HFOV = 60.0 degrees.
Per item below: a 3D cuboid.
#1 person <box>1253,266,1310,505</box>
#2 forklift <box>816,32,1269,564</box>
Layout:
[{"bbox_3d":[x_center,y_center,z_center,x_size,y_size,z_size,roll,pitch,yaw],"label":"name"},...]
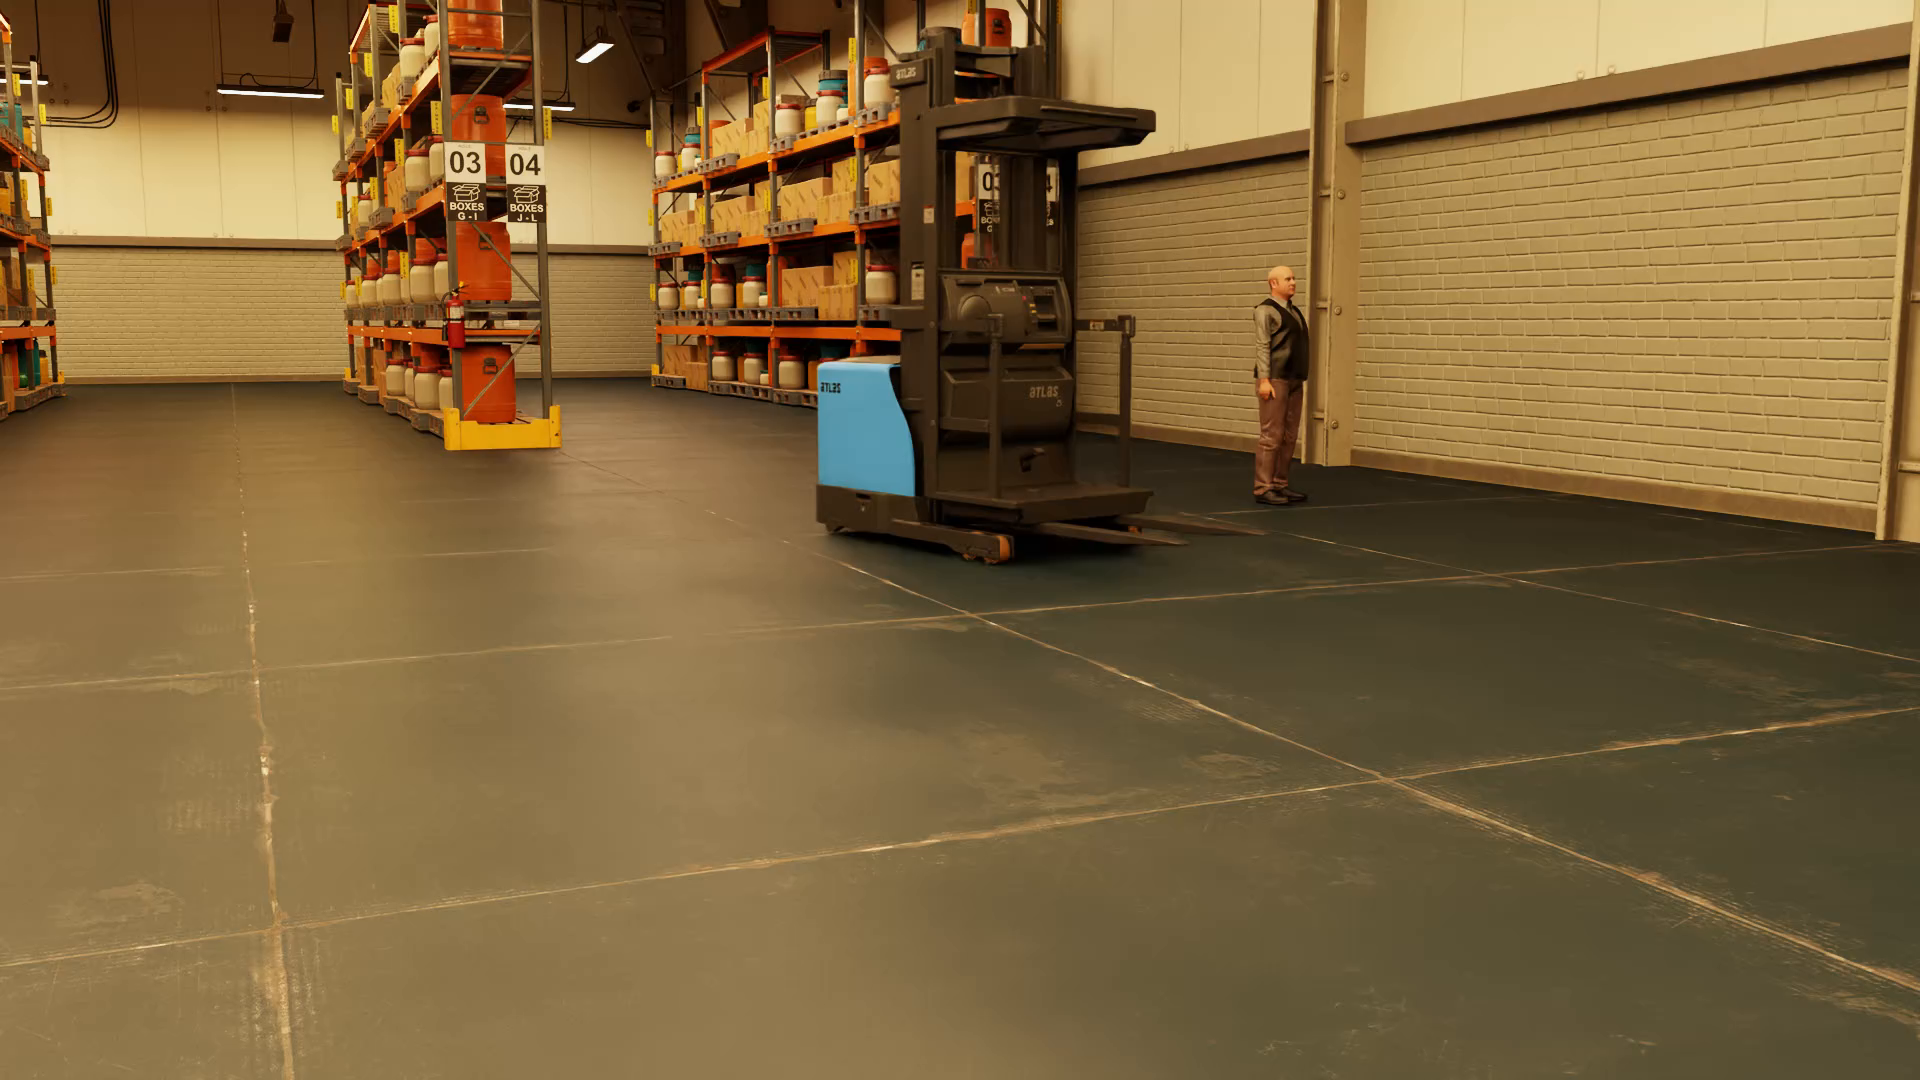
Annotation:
[{"bbox_3d":[2.359,-1.137,12.190,0.362,1.725,0.535,6,9,37],"label":"person"},{"bbox_3d":[0.409,-1.391,9.492,1.130,2.935,3.031,-6,10,-39],"label":"forklift"}]
